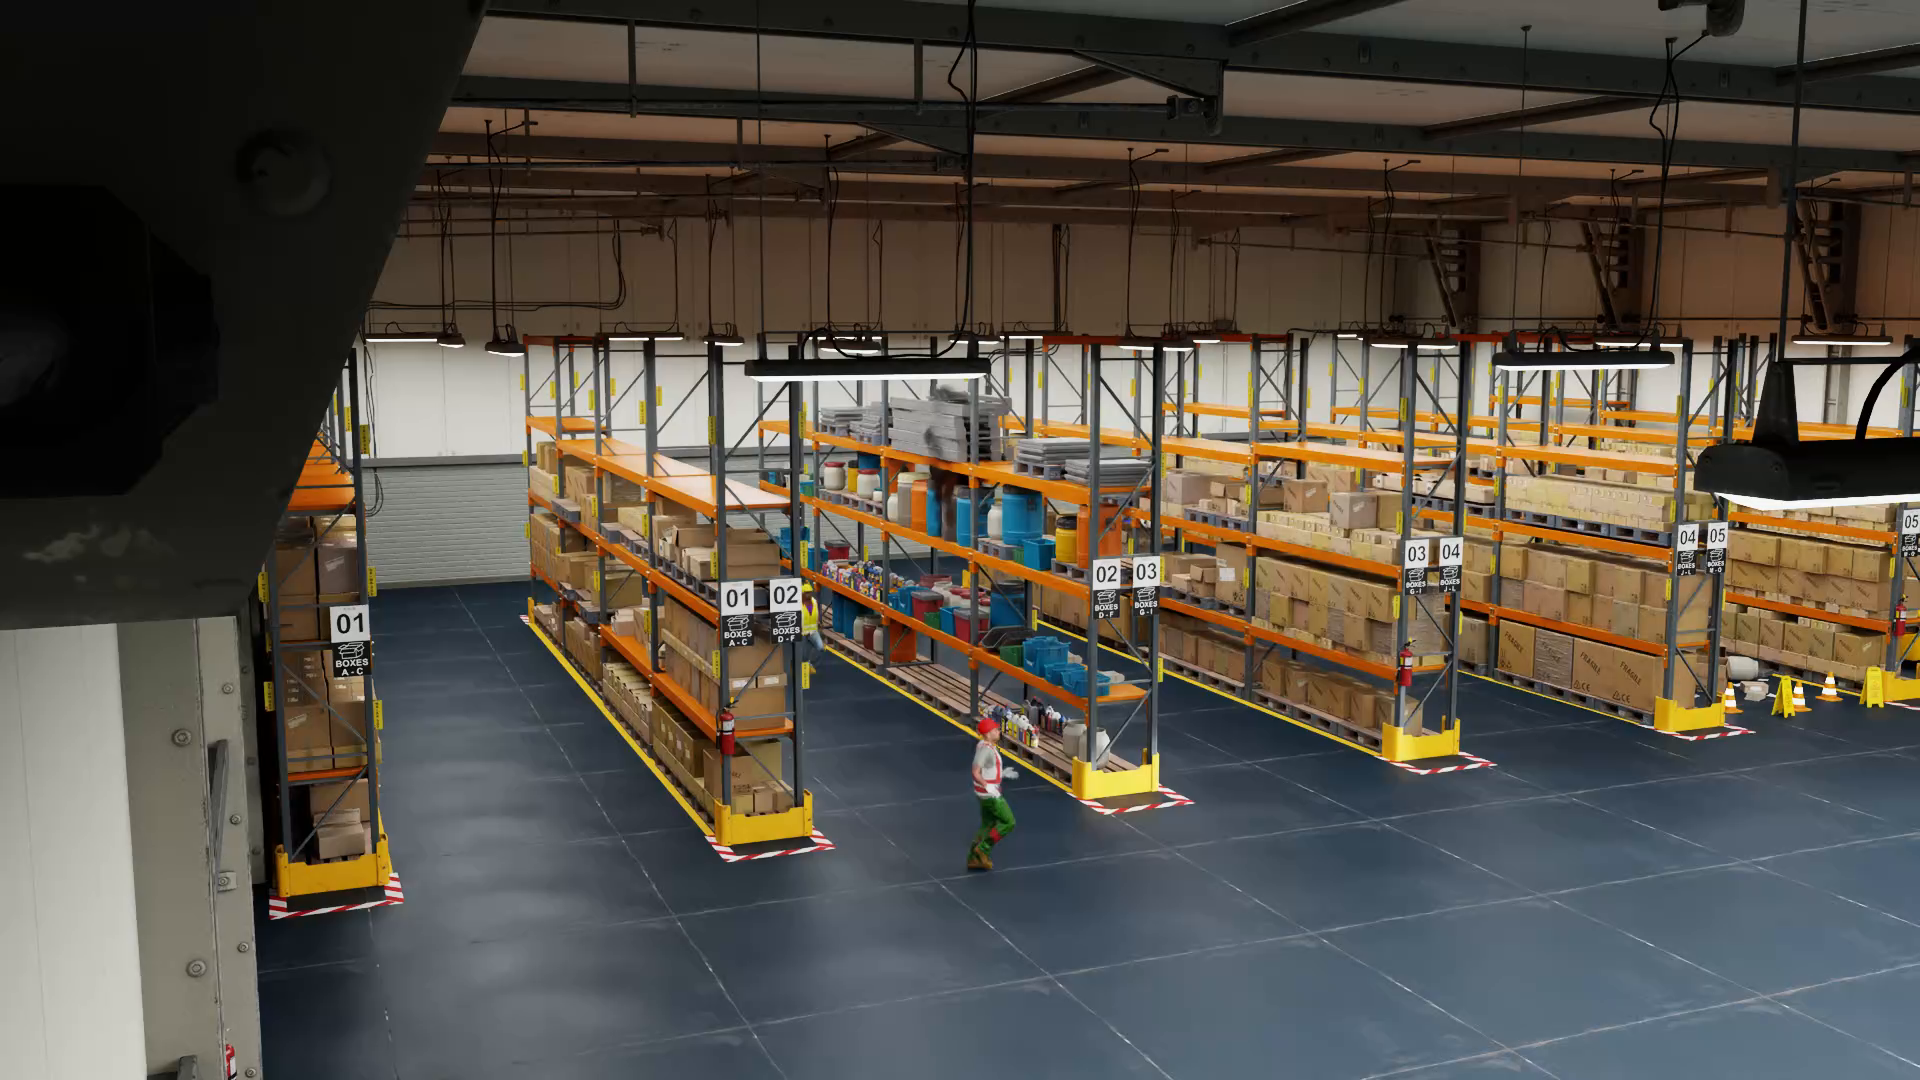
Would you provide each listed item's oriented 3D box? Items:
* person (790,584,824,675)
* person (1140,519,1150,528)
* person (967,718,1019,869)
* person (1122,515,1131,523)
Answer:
[{"bbox_3d":[-2.660,1.547,28.738,0.708,1.604,0.899,-4,9,-30],"label":"person"},{"bbox_3d":[4.632,-0.009,41.625,0.688,1.738,0.598,-7,11,-44],"label":"person"},{"bbox_3d":[0.386,2.911,19.154,0.624,1.741,0.633,-1,8,-4],"label":"person"},{"bbox_3d":[4.034,0.097,41.185,0.856,1.536,0.624,-4,8,-26],"label":"person"}]
